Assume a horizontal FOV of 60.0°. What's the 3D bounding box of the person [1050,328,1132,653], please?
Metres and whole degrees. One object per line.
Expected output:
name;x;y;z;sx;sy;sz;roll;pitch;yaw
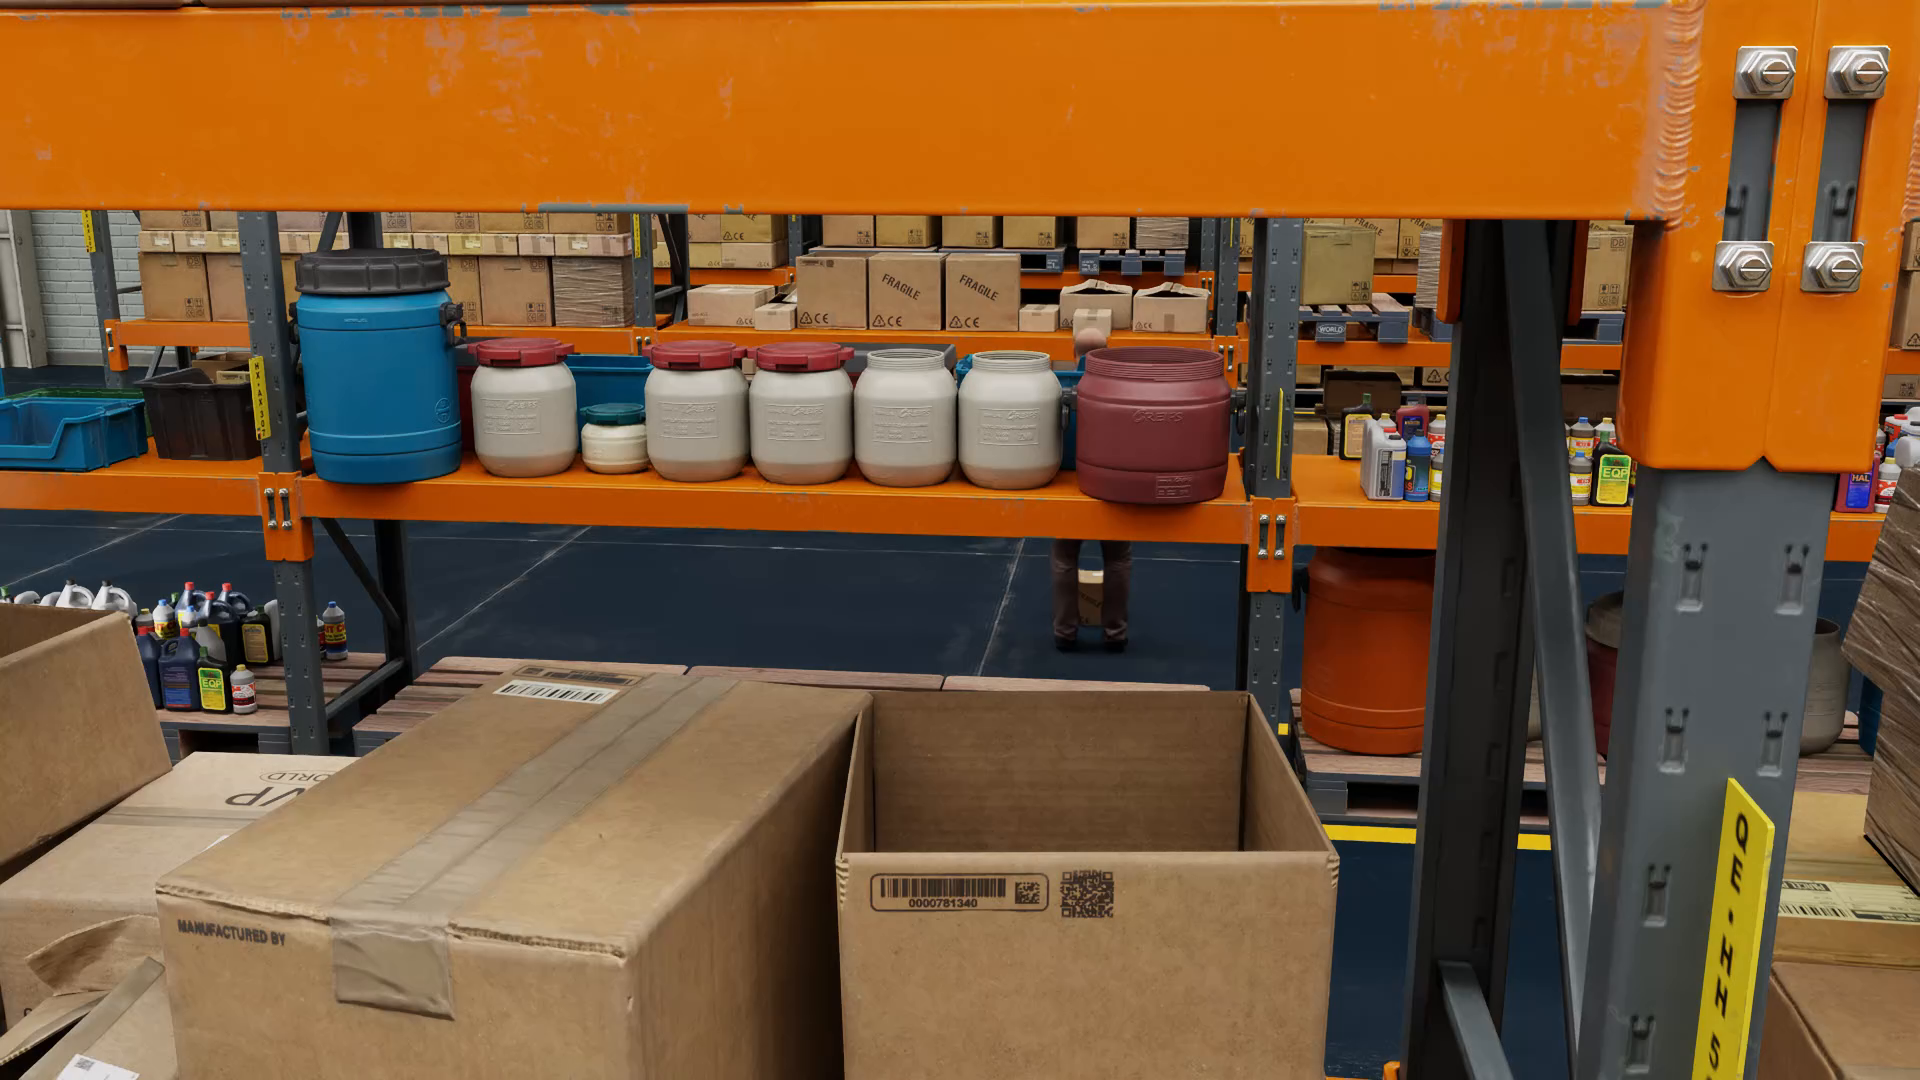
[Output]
person;0.662;-0.249;8.671;0.552;1.685;0.410;2;14;8
